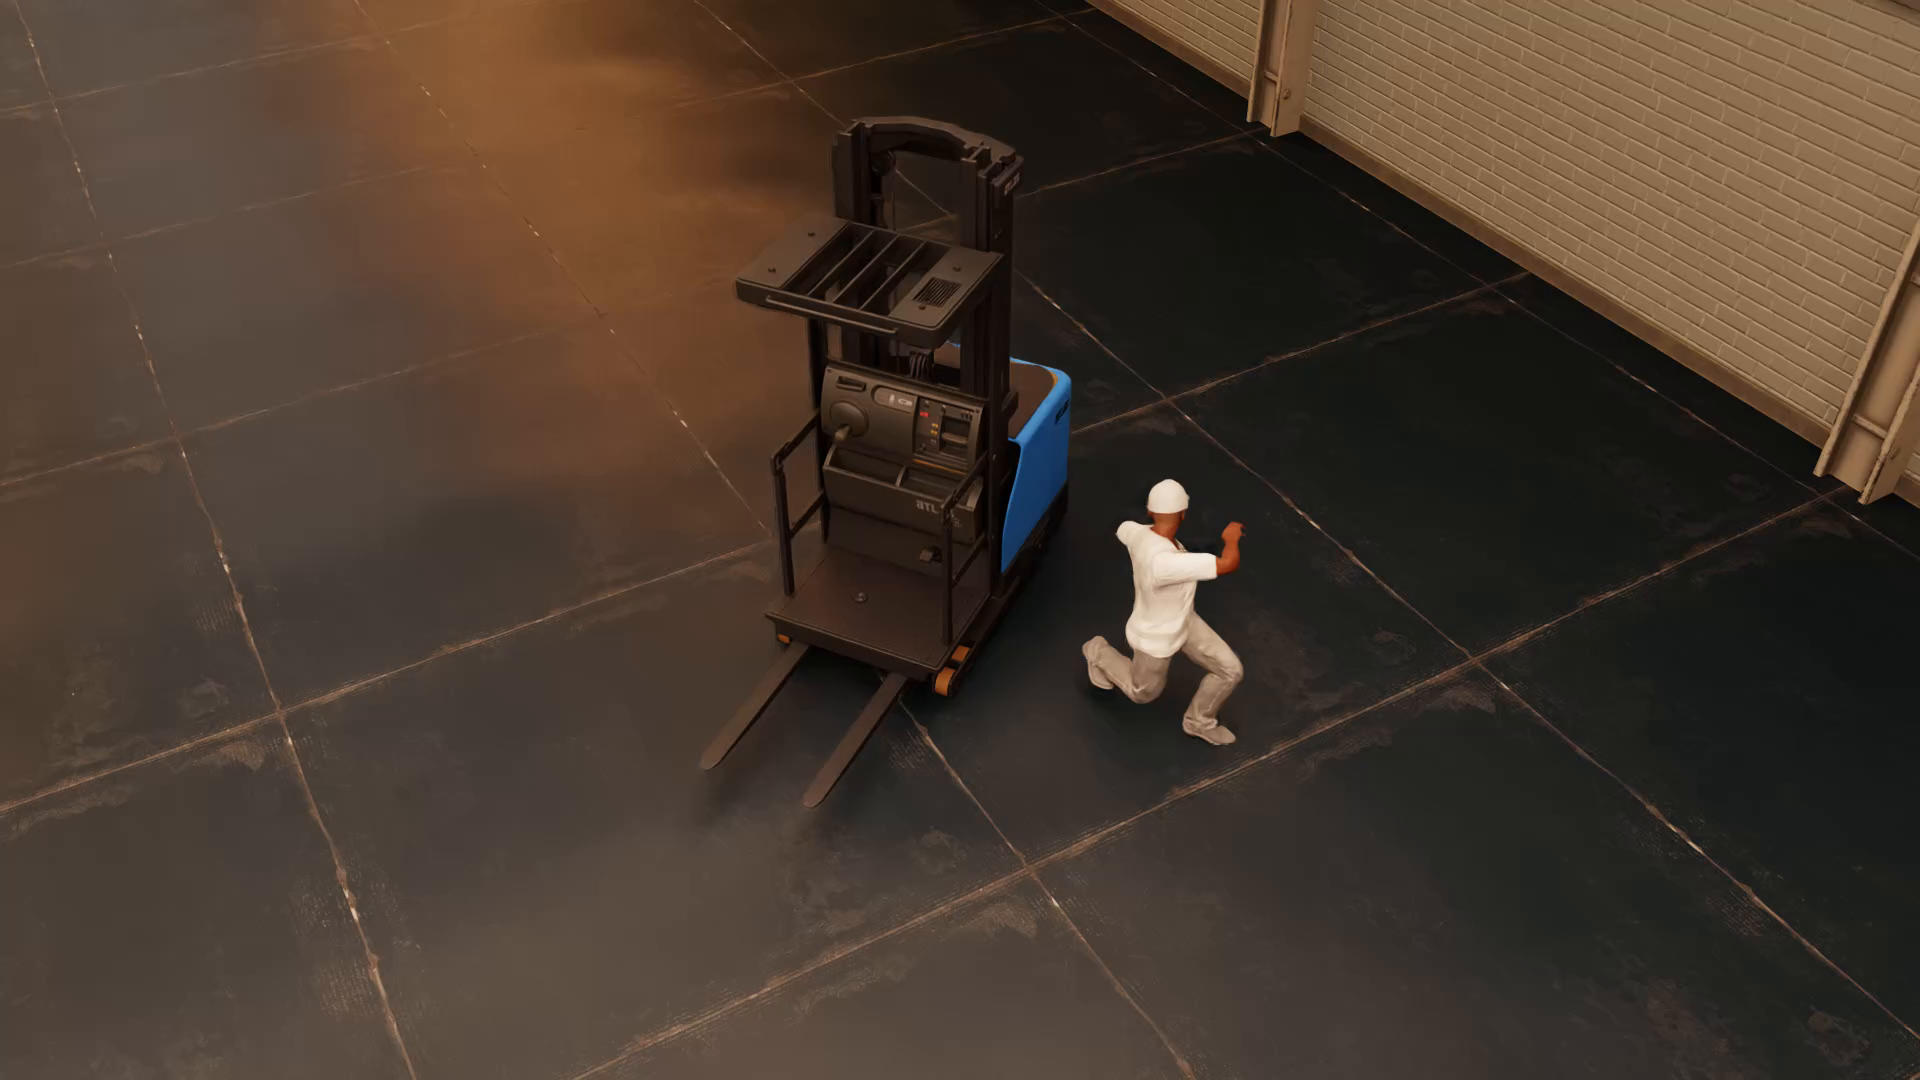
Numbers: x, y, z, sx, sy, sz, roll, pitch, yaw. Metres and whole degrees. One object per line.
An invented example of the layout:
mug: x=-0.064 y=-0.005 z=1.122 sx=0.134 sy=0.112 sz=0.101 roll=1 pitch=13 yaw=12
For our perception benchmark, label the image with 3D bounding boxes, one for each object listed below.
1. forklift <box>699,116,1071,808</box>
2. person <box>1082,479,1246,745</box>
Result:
forklift: x=-0.405 y=-0.574 z=8.728 sx=1.130 sy=2.935 sz=3.031 roll=17 pitch=42 yaw=19
person: x=1.144 y=0.289 z=8.844 sx=0.973 sy=1.503 sz=0.839 roll=19 pitch=43 yaw=21
